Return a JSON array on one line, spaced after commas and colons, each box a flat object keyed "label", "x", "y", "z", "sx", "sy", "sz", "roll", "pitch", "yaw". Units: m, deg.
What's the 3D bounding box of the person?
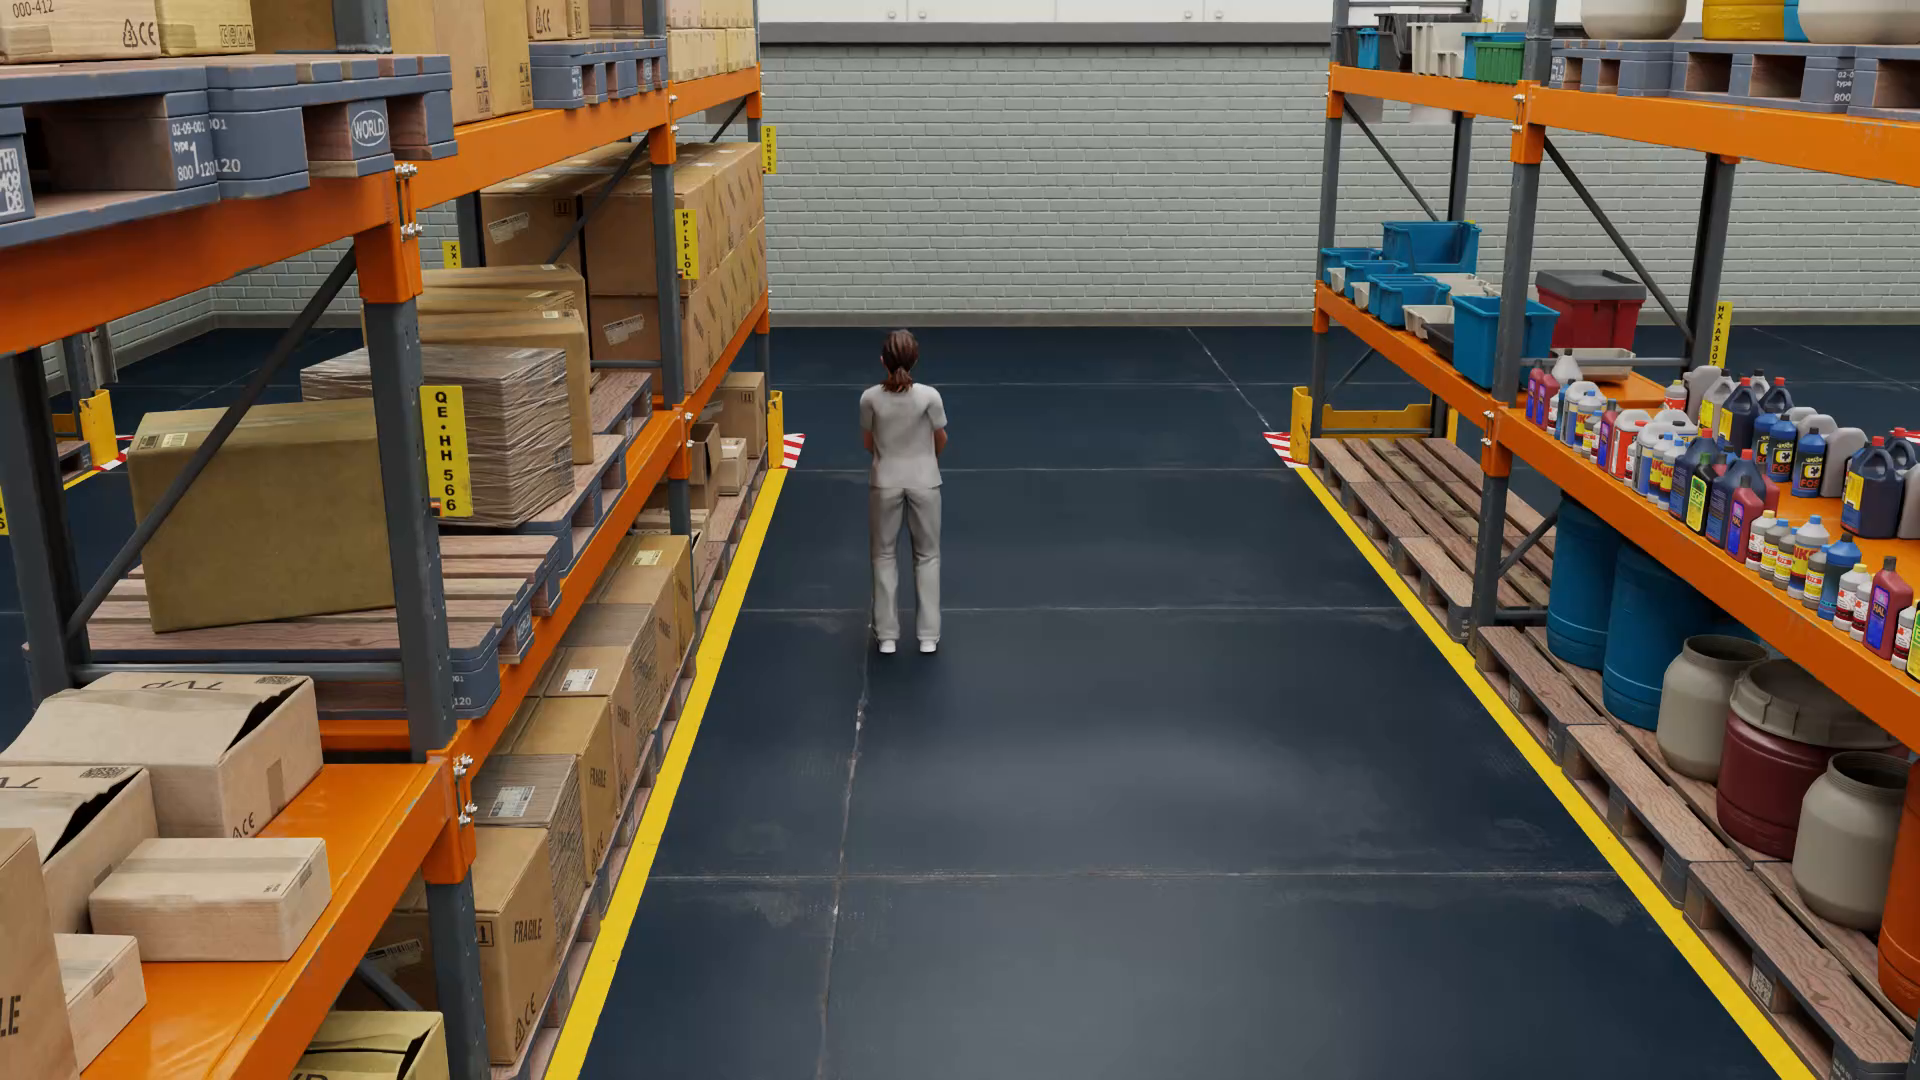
[{"label": "person", "x": -0.295, "y": -0.253, "z": 8.365, "sx": 0.513, "sy": 1.673, "sz": 0.351, "roll": -1, "pitch": 17, "yaw": -3}]
